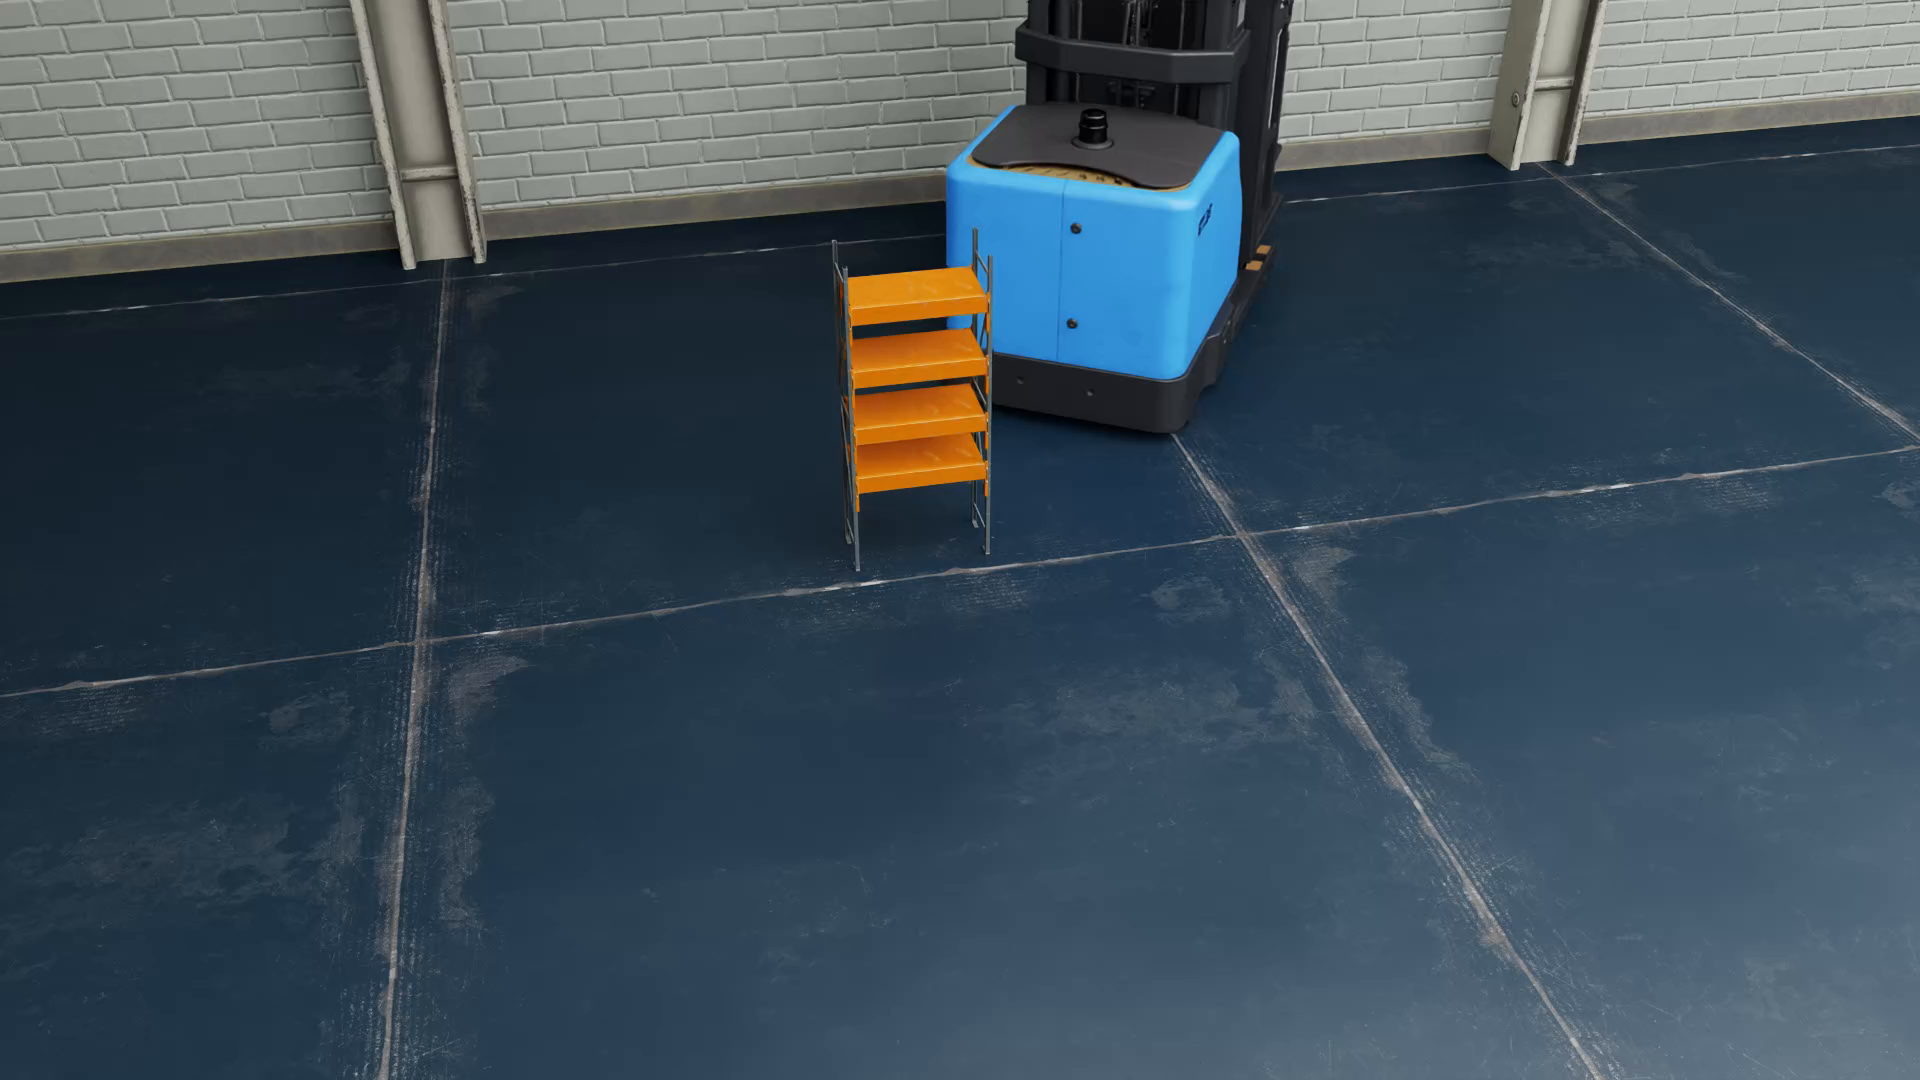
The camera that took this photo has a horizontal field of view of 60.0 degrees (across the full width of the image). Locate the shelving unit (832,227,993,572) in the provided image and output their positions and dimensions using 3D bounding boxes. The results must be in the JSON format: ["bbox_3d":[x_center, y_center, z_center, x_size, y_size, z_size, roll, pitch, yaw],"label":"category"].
[{"bbox_3d":[-0.161,-0.478,5.885,0.503,1.200,0.258,-7,35,-11],"label":"shelving unit"}]

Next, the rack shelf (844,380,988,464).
[{"bbox_3d":[-0.161,-0.422,5.923,0.480,0.148,0.258,-7,35,-11],"label":"rack shelf"}]

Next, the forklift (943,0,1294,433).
[{"bbox_3d":[0.913,-2.467,7.297,1.130,2.935,3.031,12,36,17],"label":"forklift"}]

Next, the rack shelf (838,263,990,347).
[{"bbox_3d":[-0.161,-0.804,5.666,0.480,0.148,0.258,-7,35,-11],"label":"rack shelf"}]

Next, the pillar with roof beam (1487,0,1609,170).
[{"bbox_3d":[4.201,-3.583,3.513,0.400,9.000,9.100,-7,35,-11],"label":"pillar with roof beam"}]

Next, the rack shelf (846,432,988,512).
[{"bbox_3d":[-0.161,-0.257,6.033,0.480,0.148,0.258,-7,35,-11],"label":"rack shelf"}]

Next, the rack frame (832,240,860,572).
[{"bbox_3d":[-0.399,-0.448,5.841,0.015,1.200,0.240,-7,35,-11],"label":"rack frame"}]

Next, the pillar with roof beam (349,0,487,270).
[{"bbox_3d":[-1.651,-2.845,2.414,0.400,9.000,9.100,-7,35,-11],"label":"pillar with roof beam"}]

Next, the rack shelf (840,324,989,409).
[{"bbox_3d":[-0.161,-0.608,5.798,0.480,0.148,0.258,-7,35,-11],"label":"rack shelf"}]

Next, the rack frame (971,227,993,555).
[{"bbox_3d":[0.077,-0.508,5.930,0.015,1.200,0.240,-7,35,-11],"label":"rack frame"}]
